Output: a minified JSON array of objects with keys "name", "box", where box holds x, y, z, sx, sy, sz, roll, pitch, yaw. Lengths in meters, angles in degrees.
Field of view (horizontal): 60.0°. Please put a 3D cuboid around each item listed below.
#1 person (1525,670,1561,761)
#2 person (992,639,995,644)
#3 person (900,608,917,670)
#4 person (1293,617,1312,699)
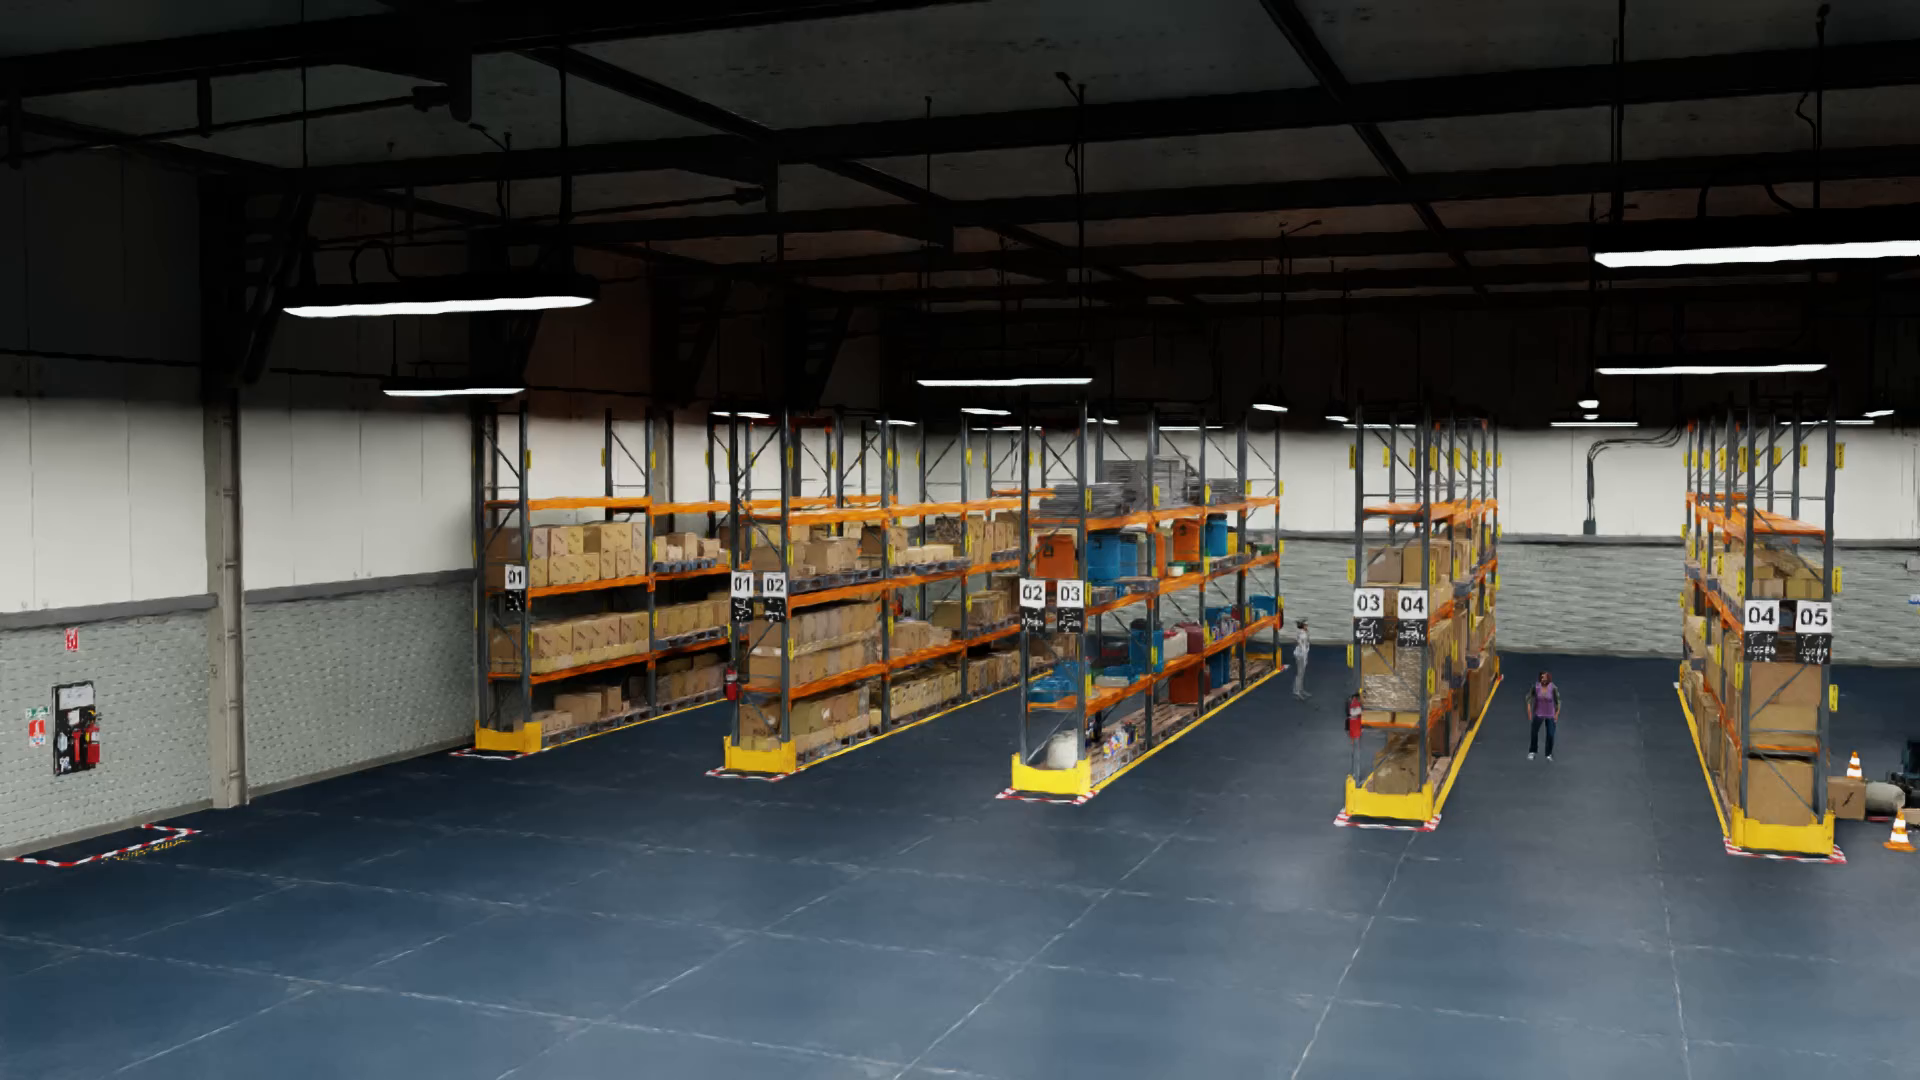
[{"name":"person","box":[9.645,2.899,27.503,0.566,1.541,0.519,1,3,19]},{"name":"person","box":[0.692,1.976,44.044,0.704,1.778,0.477,-2,3,-31]},{"name":"person","box":[-1.182,2.346,37.487,0.598,1.643,0.556,-2,4,-38]},{"name":"person","box":[7.180,2.456,34.746,0.437,1.680,0.545,0,3,1]}]
